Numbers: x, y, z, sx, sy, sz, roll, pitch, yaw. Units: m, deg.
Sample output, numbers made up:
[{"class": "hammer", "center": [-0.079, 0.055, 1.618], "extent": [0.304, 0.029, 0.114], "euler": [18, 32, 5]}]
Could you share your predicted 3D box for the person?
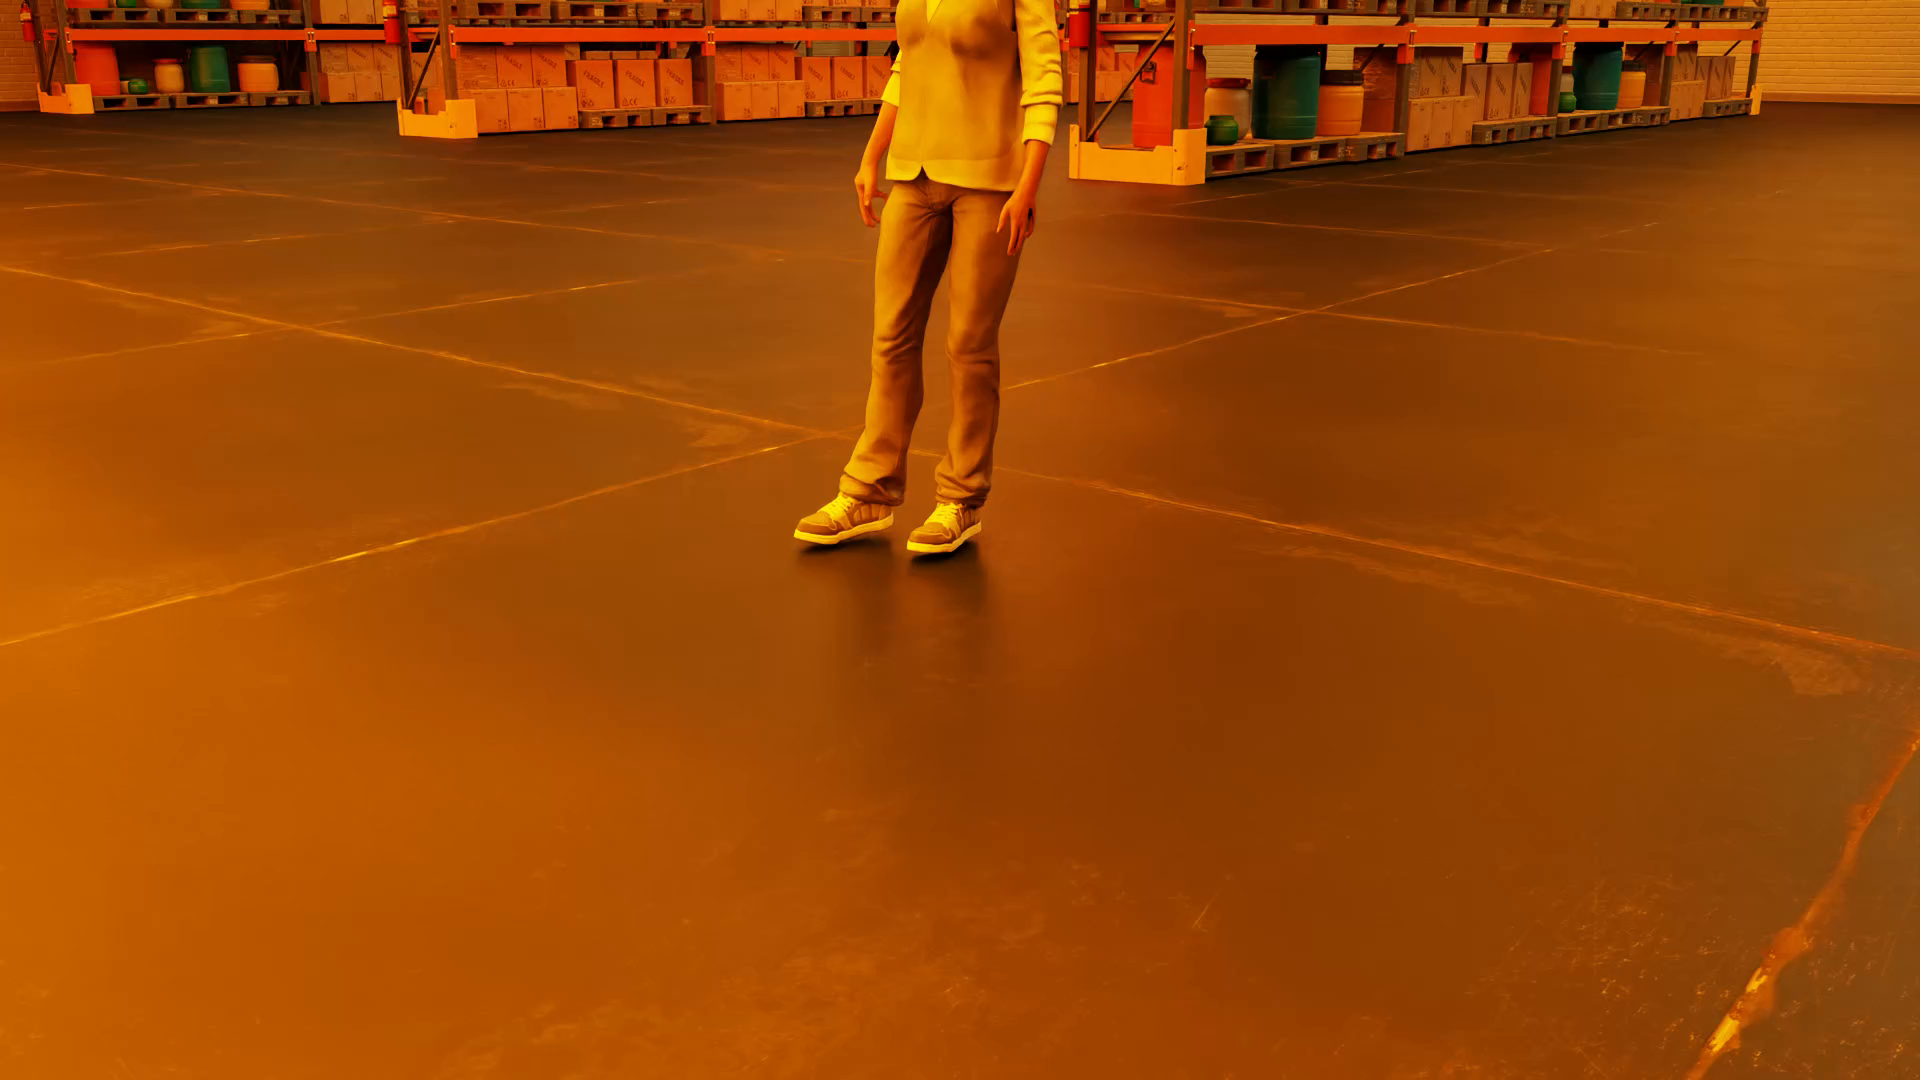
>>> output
[{"class": "person", "center": [-0.059, -0.750, 3.663], "extent": [0.520, 1.585, 0.473], "euler": [13, 21, 37]}]
